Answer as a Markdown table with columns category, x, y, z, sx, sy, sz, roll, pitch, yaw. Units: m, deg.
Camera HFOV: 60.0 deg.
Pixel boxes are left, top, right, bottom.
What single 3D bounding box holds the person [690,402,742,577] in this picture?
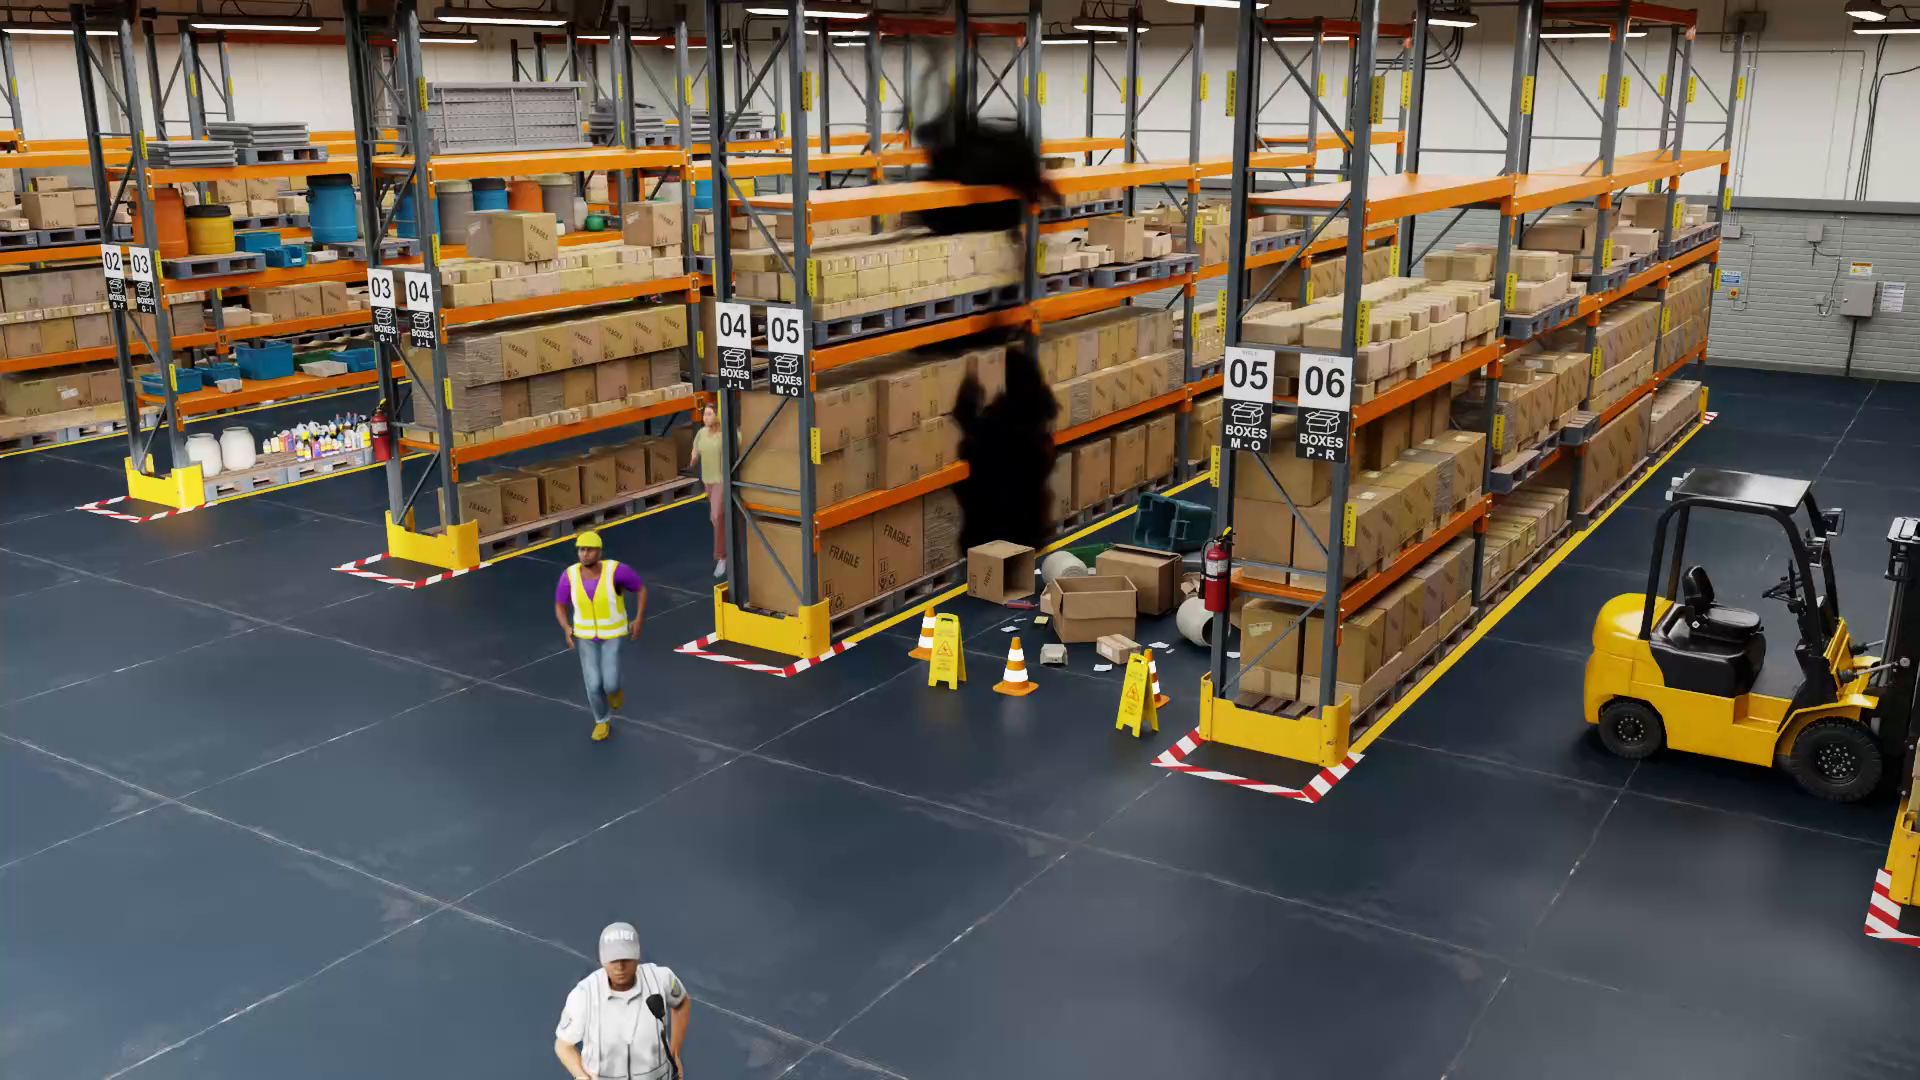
| category | x | y | z | sx | sy | sz | roll | pitch | yaw |
| --- | --- | --- | --- | --- | --- | --- | --- | --- | --- |
| person | -2.482 | -0.536 | 17.068 | 0.597 | 1.784 | 0.690 | 9 | 18 | 30 |

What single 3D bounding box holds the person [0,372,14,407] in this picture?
| category | x | y | z | sx | sy | sz | roll | pitch | yaw |
| --- | --- | --- | --- | --- | --- | --- | --- | --- | --- |
| person | -14.761 | -2.807 | 25.709 | 0.651 | 1.689 | 0.771 | 6 | 17 | 22 |

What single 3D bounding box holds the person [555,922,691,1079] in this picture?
| category | x | y | z | sx | sy | sz | roll | pitch | yaw |
| --- | --- | --- | --- | --- | --- | --- | --- | --- | --- |
| person | -1.468 | 2.447 | 7.374 | 0.607 | 1.659 | 0.849 | -4 | 16 | -15 |

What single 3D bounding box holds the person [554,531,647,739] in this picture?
| category | x | y | z | sx | sy | sz | roll | pitch | yaw |
| --- | --- | --- | --- | --- | --- | --- | --- | --- | --- |
| person | -2.878 | 0.760 | 13.310 | 0.722 | 1.729 | 0.605 | 0 | 16 | -1 |
